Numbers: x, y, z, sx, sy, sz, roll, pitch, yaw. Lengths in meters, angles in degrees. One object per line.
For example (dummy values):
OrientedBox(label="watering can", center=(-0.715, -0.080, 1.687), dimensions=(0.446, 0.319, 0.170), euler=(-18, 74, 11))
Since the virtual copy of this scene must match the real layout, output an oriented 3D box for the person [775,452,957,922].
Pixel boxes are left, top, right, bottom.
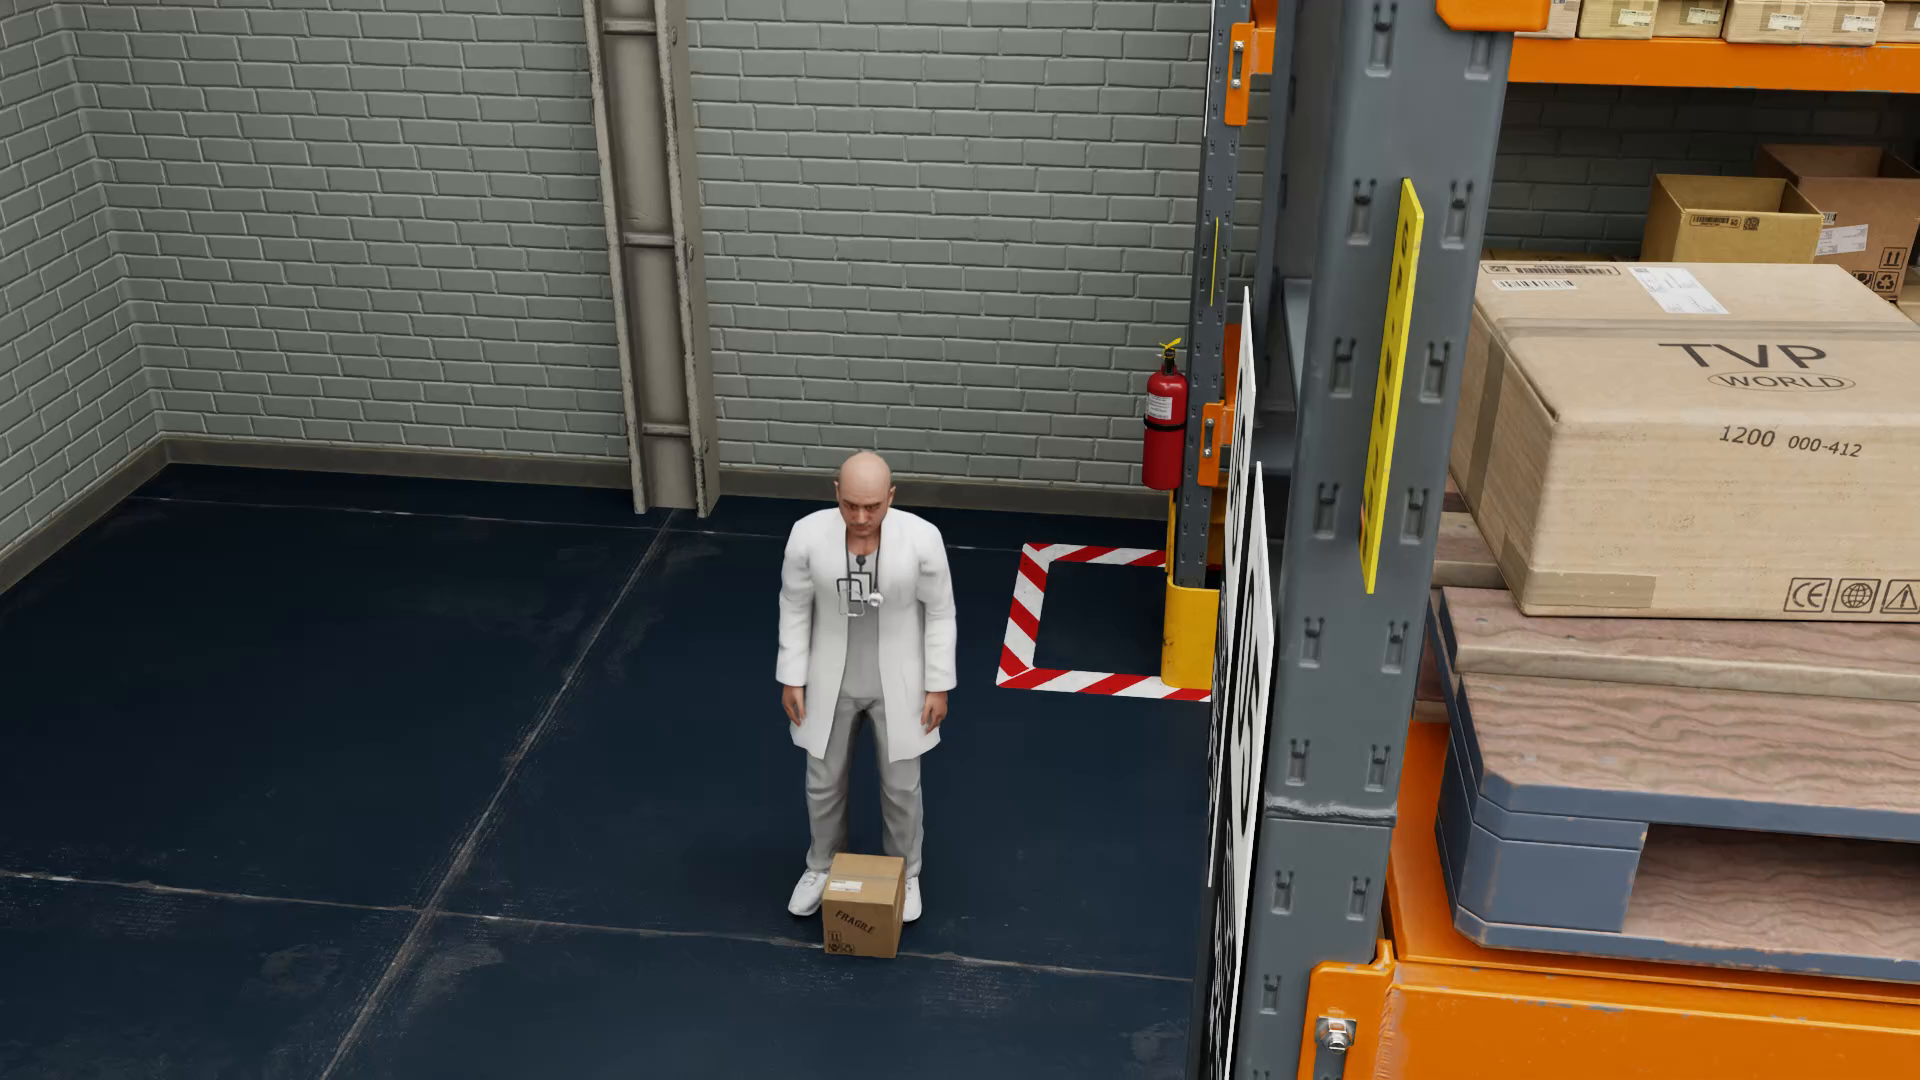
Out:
OrientedBox(label="person", center=(-0.320, 0.498, 5.703), dimensions=(0.622, 1.774, 0.426), euler=(2, 28, 4))
